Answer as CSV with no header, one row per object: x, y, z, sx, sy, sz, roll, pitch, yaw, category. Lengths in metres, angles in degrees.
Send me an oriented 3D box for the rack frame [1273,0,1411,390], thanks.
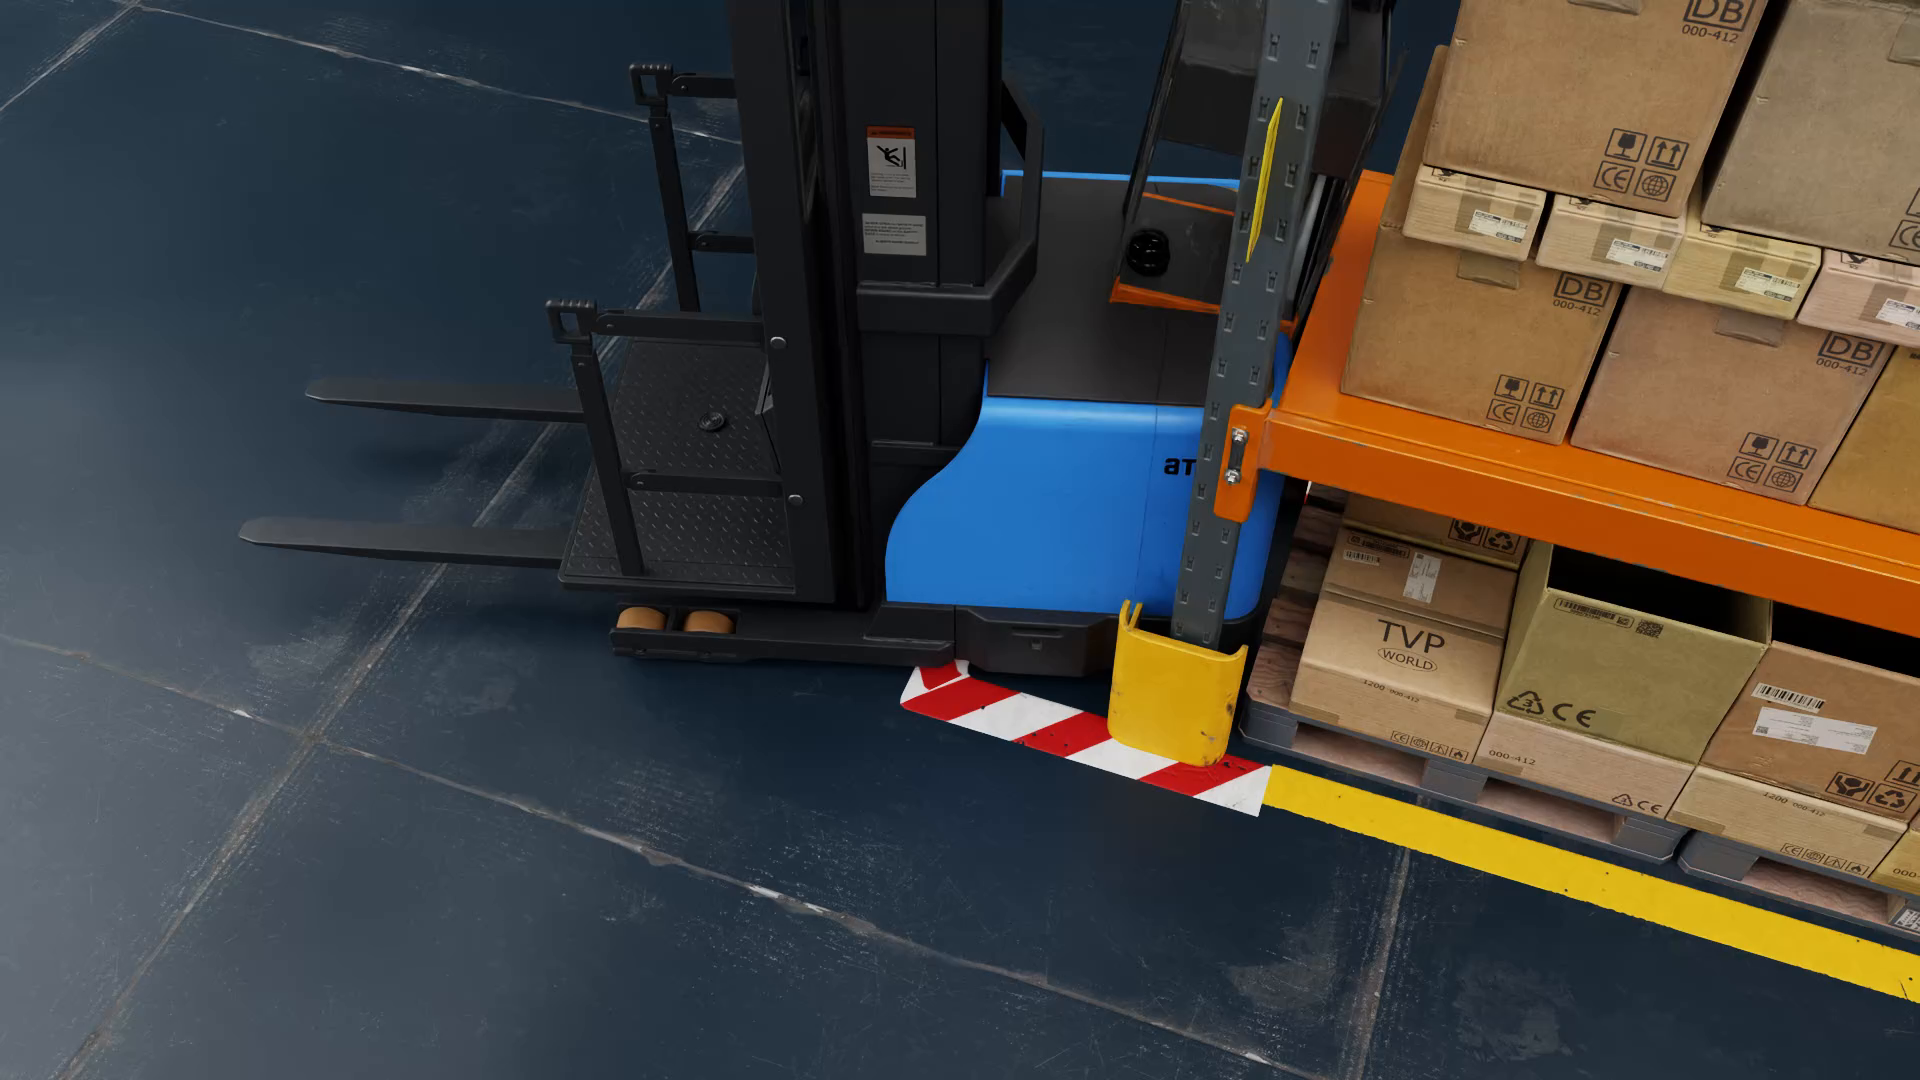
0.877,-0.569,4.566,0.015,2.100,0.400,13,51,1,rack frame

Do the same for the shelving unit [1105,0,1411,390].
0.639,-0.623,4.570,0.503,2.100,0.431,13,51,1,shelving unit

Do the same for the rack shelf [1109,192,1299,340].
0.638,-0.615,4.580,0.480,0.518,0.431,13,51,1,rack shelf

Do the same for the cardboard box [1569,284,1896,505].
1.719,-0.548,3.673,0.500,0.500,0.700,17,51,14,cardboard box

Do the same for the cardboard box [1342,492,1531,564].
1.397,-0.333,4.599,0.500,0.500,0.500,16,51,13,cardboard box

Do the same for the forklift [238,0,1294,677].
-0.623,-0.993,4.171,3.031,2.935,1.130,3,49,3,forklift

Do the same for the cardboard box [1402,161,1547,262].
1.084,-0.770,3.437,0.250,0.149,0.380,15,51,13,cardboard box

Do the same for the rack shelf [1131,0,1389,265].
0.726,-1.046,4.036,0.480,0.518,0.431,13,51,1,rack shelf

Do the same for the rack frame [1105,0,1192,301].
0.401,-0.677,4.574,0.015,2.100,0.400,13,51,1,rack frame

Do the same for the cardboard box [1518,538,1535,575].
1.870,0.036,4.775,0.500,0.250,0.500,16,51,13,cardboard box

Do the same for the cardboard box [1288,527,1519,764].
1.217,0.281,4.563,0.500,0.250,0.500,16,51,13,cardboard box

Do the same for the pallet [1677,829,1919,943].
2.663,0.624,4.569,1.213,0.211,1.003,16,51,13,pallet

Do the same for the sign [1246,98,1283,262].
0.593,-0.698,3.245,0.005,0.325,0.100,16,51,13,sign

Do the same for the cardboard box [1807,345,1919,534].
2.182,-0.413,3.557,0.500,0.500,0.700,16,51,13,cardboard box

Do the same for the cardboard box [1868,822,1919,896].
2.623,0.675,4.222,0.500,0.250,0.500,16,51,13,cardboard box

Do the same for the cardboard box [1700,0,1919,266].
1.769,-0.959,3.171,0.500,0.500,0.700,14,51,12,cardboard box

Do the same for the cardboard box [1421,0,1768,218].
1.274,-1.093,3.287,0.500,0.500,0.700,16,51,13,cardboard box

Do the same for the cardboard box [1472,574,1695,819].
1.687,0.409,4.452,0.500,0.250,0.500,16,51,13,cardboard box

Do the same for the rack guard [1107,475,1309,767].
0.768,0.032,4.891,0.348,0.500,1.175,16,51,13,rack guard

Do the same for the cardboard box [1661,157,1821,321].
1.566,-0.636,3.321,0.250,0.149,0.380,16,51,13,cardboard box

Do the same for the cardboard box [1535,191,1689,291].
1.333,-0.703,3.379,0.250,0.149,0.380,14,51,12,cardboard box

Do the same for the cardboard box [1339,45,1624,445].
1.224,-0.682,3.790,0.500,0.500,0.700,16,51,13,cardboard box

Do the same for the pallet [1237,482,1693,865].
1.523,0.304,4.847,1.213,0.211,1.003,16,51,13,pallet

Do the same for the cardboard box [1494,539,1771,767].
1.687,0.165,4.168,0.500,0.500,0.500,16,51,13,cardboard box

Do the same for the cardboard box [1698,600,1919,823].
2.160,0.287,4.062,0.500,0.500,0.500,16,51,13,cardboard box

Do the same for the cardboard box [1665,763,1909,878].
2.156,0.541,4.338,0.500,0.250,0.500,16,51,13,cardboard box

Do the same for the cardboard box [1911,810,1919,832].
2.623,0.430,3.938,0.500,0.500,0.500,16,51,13,cardboard box

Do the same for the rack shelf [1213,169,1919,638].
2.667,-0.021,3.759,4.000,0.370,1.077,16,51,13,rack shelf

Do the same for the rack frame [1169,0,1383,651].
0.791,-0.780,3.941,0.127,3.000,1.000,16,51,13,rack frame

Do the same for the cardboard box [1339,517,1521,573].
1.396,-0.086,4.881,0.500,0.250,0.500,16,51,13,cardboard box

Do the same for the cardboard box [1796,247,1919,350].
1.802,-0.569,3.263,0.250,0.149,0.380,15,51,13,cardboard box
